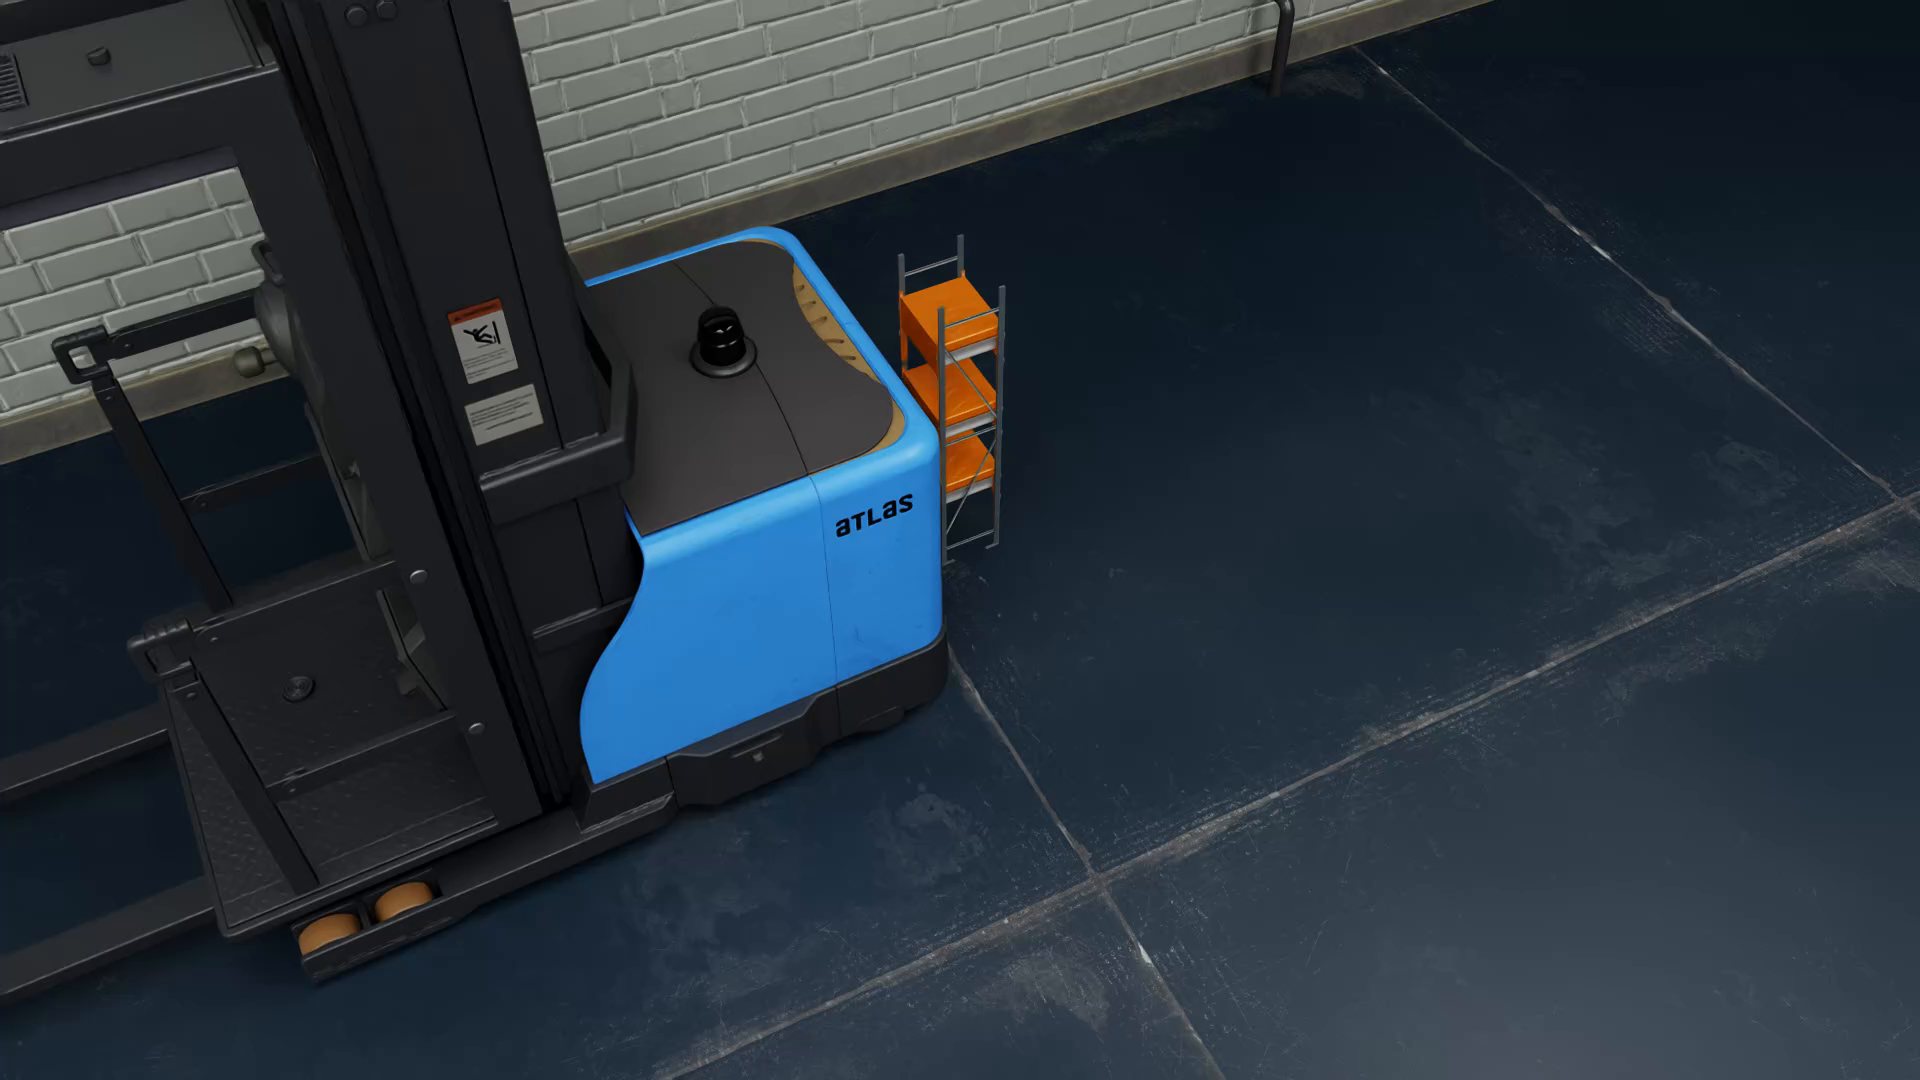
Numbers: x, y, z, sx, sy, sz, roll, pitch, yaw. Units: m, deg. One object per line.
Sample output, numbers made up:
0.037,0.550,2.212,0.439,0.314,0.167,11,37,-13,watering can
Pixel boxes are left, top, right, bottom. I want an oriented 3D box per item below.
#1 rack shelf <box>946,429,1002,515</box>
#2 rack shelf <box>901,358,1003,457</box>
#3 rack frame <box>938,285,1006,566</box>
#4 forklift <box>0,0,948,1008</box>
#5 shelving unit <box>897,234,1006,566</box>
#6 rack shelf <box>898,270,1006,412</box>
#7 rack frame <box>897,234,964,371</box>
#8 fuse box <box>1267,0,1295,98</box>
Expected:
-0.024,-0.192,5.103,0.215,0.259,0.240,-21,52,-18,rack shelf
-0.024,-0.374,4.894,0.215,0.259,0.240,-21,52,-18,rack shelf
0.031,-0.300,4.815,0.200,1.050,0.008,-21,52,-18,rack frame
-1.582,-0.310,3.574,3.031,2.935,1.130,-22,52,-18,forklift
-0.024,-0.381,4.886,0.215,1.050,0.252,-21,52,-18,shelving unit
-0.024,-0.561,4.681,0.215,0.259,0.240,-21,52,-18,rack shelf
-0.080,-0.463,4.958,0.200,1.050,0.008,-21,52,-18,rack frame
1.333,-2.395,6.208,0.539,1.711,0.414,-21,52,-18,fuse box
